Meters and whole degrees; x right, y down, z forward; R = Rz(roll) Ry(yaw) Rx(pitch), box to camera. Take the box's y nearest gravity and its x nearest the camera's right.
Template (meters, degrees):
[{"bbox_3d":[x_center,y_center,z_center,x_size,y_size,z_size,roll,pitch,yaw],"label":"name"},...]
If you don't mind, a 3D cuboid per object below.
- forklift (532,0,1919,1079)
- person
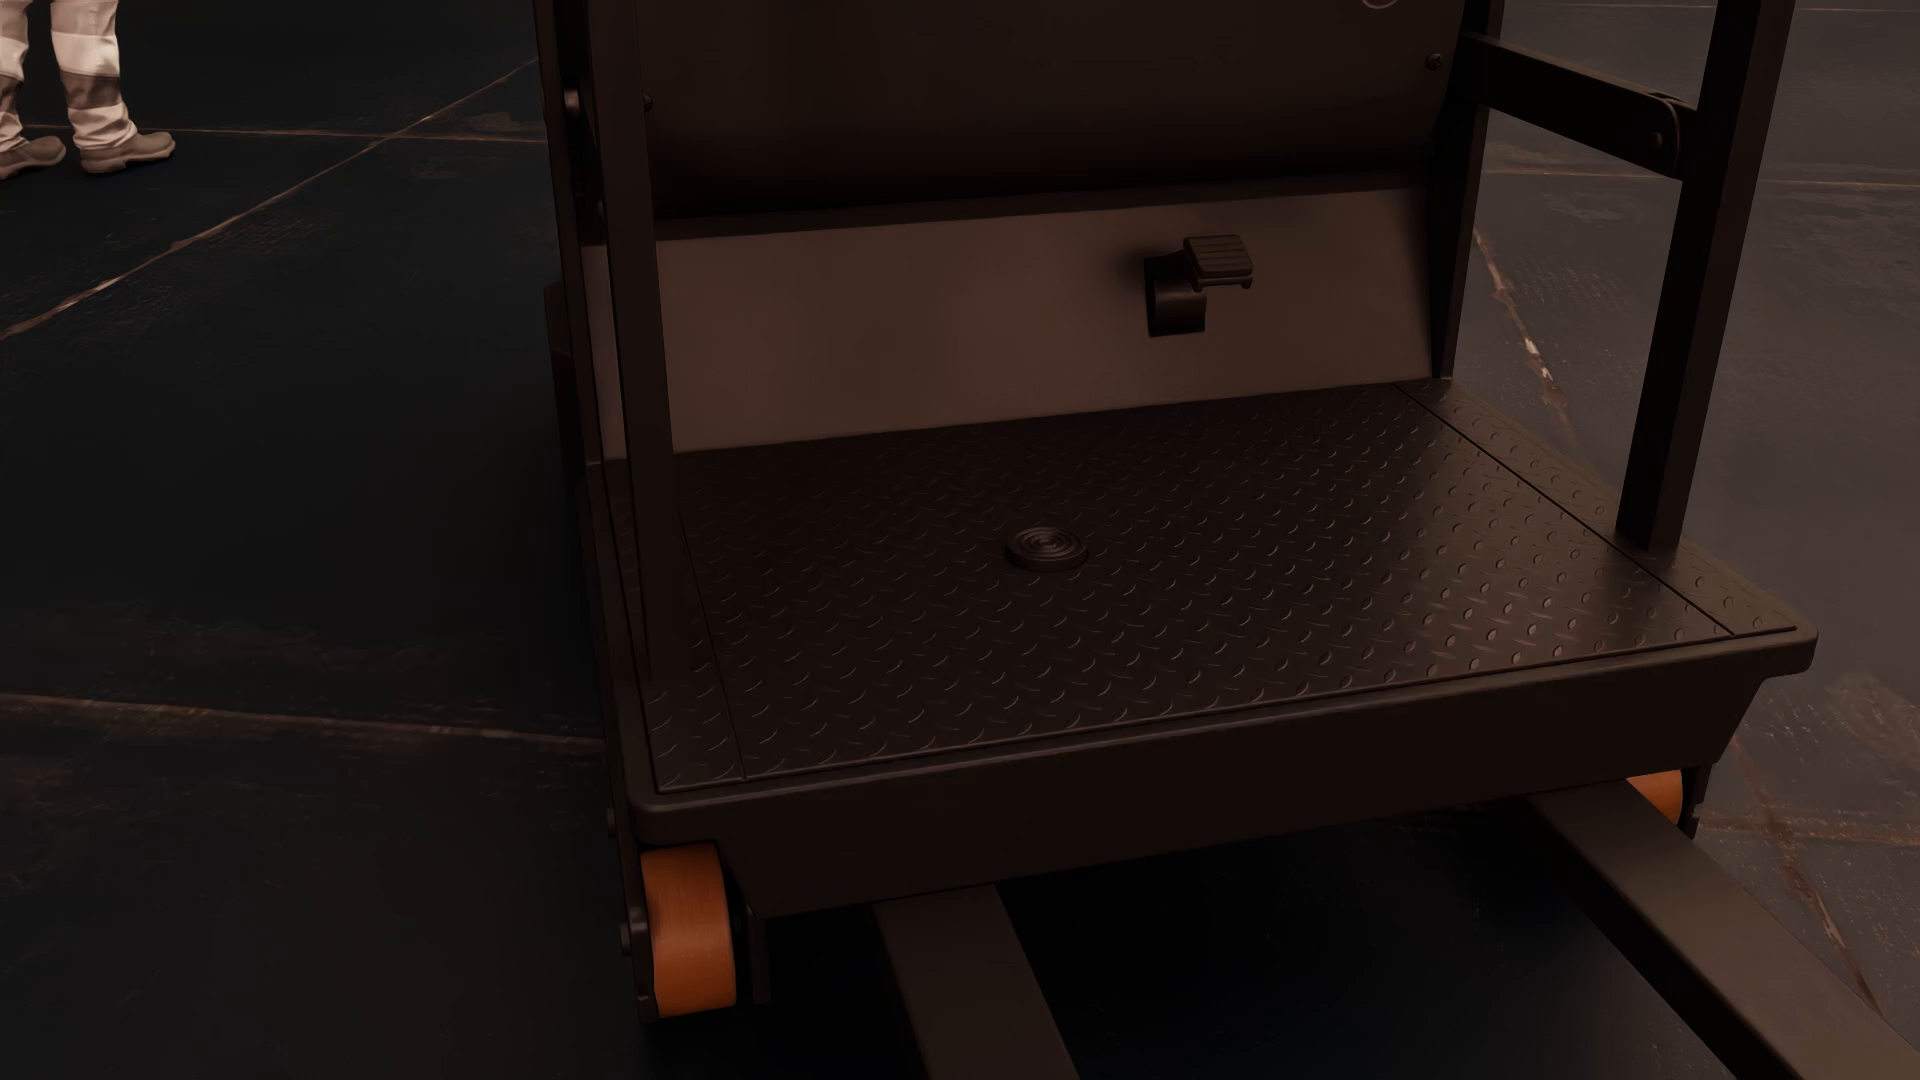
[{"bbox_3d":[0.153,-1.049,1.319,1.130,2.935,3.031,-7,27,-13],"label":"forklift"},{"bbox_3d":[-2.426,-1.826,4.159,0.713,1.789,0.535,16,31,29],"label":"person"}]
